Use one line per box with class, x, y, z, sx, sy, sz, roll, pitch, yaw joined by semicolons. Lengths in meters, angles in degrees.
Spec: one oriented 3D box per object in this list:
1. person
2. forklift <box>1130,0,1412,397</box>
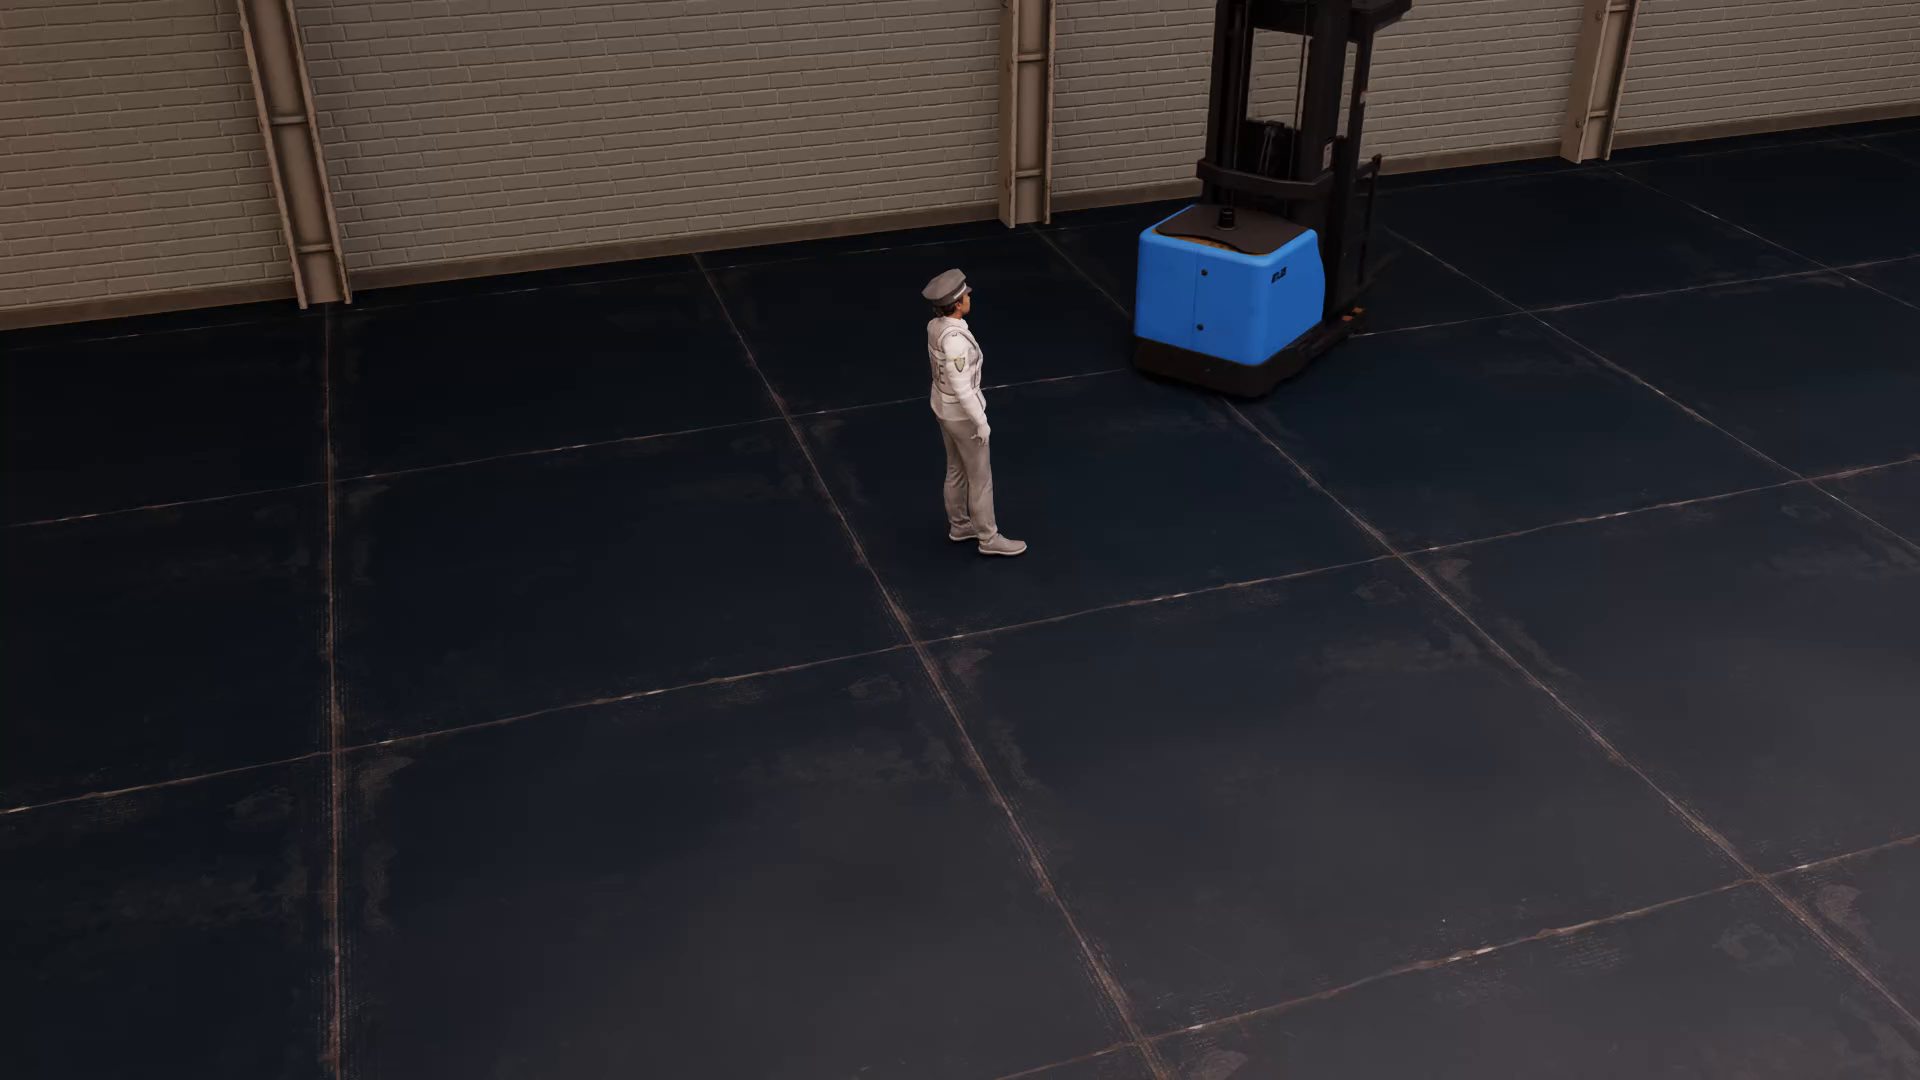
person;0.067;-0.748;9.613;0.531;1.695;0.588;-10;31;-16
forklift;2.505;-2.948;12.211;1.130;2.935;3.031;20;35;30
